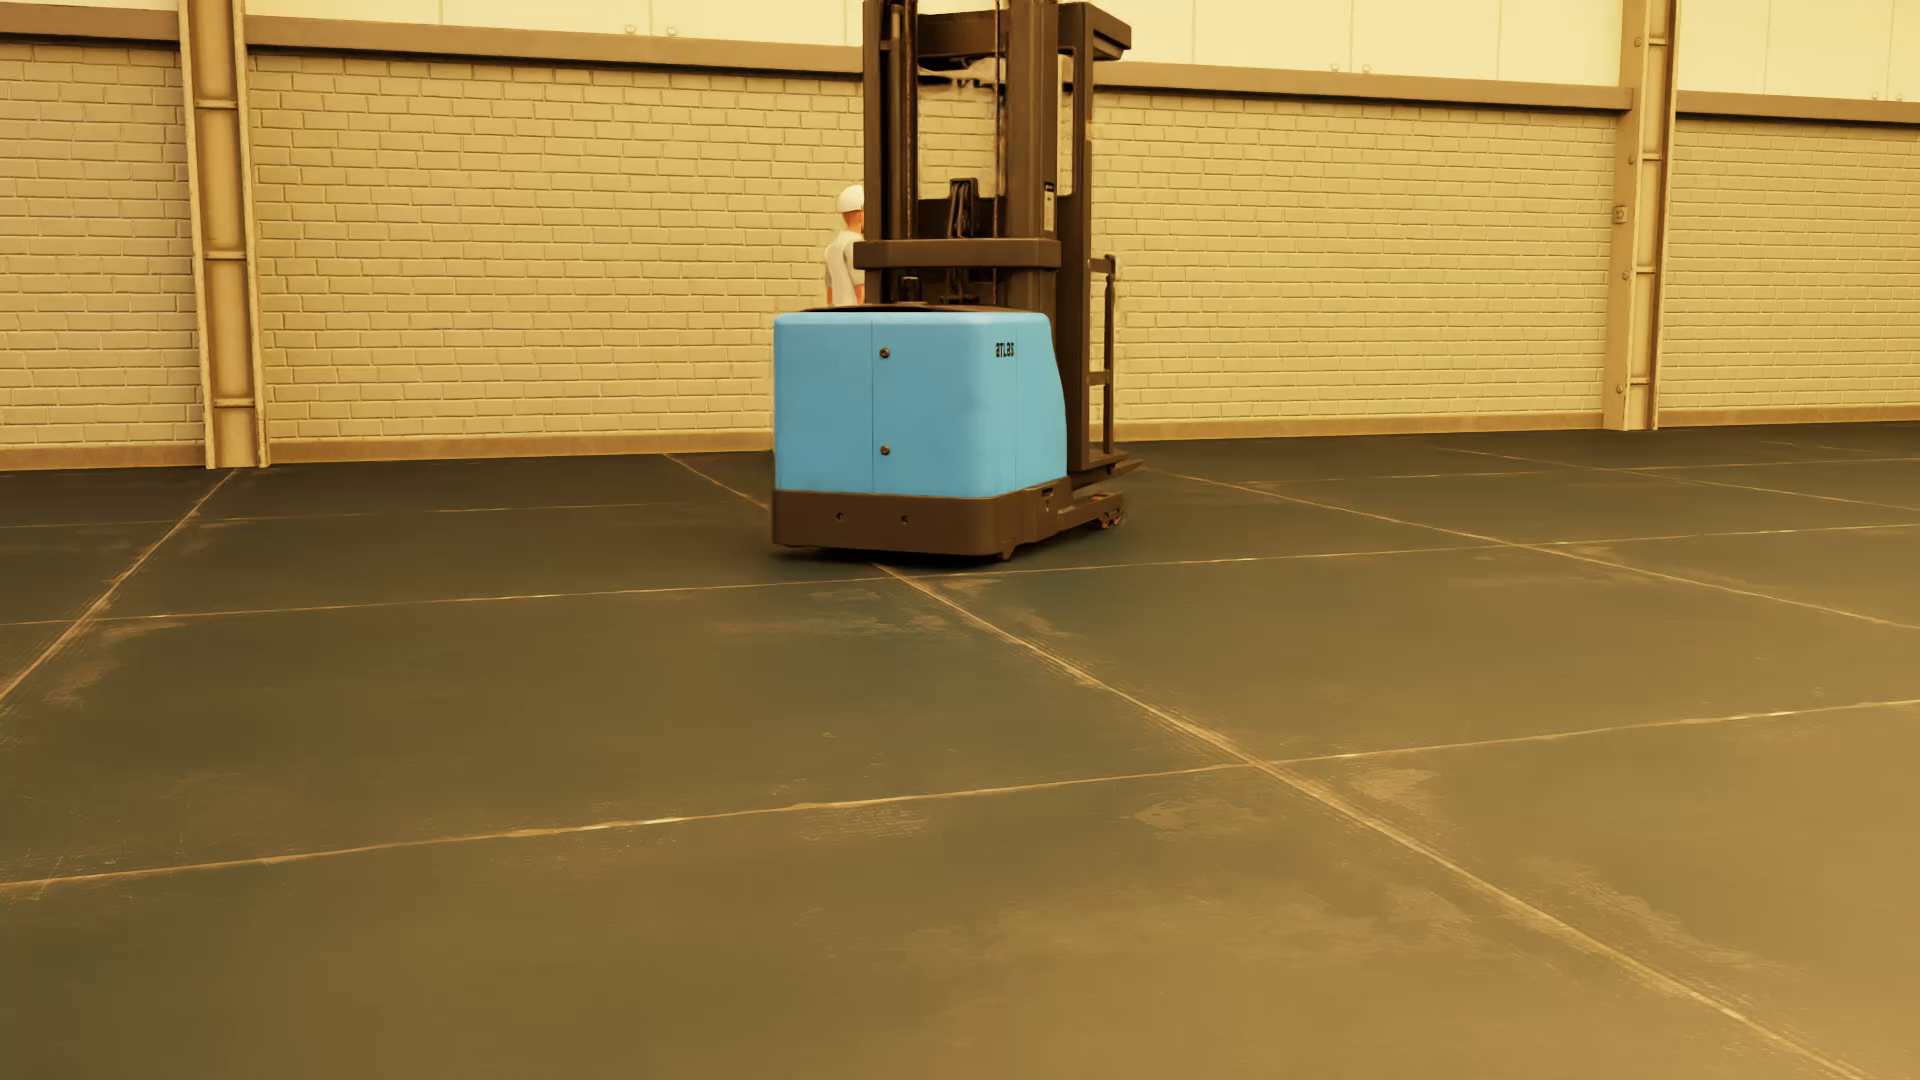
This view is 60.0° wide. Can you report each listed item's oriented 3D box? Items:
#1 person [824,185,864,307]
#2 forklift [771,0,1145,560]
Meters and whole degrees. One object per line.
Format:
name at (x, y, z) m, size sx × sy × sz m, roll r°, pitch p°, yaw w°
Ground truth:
person at (-0.581, -1.119, 9.534) m, size 0.330 × 1.794 × 0.580 m, roll -3°, pitch 8°, yaw -23°
forklift at (0.197, -1.526, 8.271) m, size 1.130 × 2.935 × 3.031 m, roll 3°, pitch 8°, yaw 22°
